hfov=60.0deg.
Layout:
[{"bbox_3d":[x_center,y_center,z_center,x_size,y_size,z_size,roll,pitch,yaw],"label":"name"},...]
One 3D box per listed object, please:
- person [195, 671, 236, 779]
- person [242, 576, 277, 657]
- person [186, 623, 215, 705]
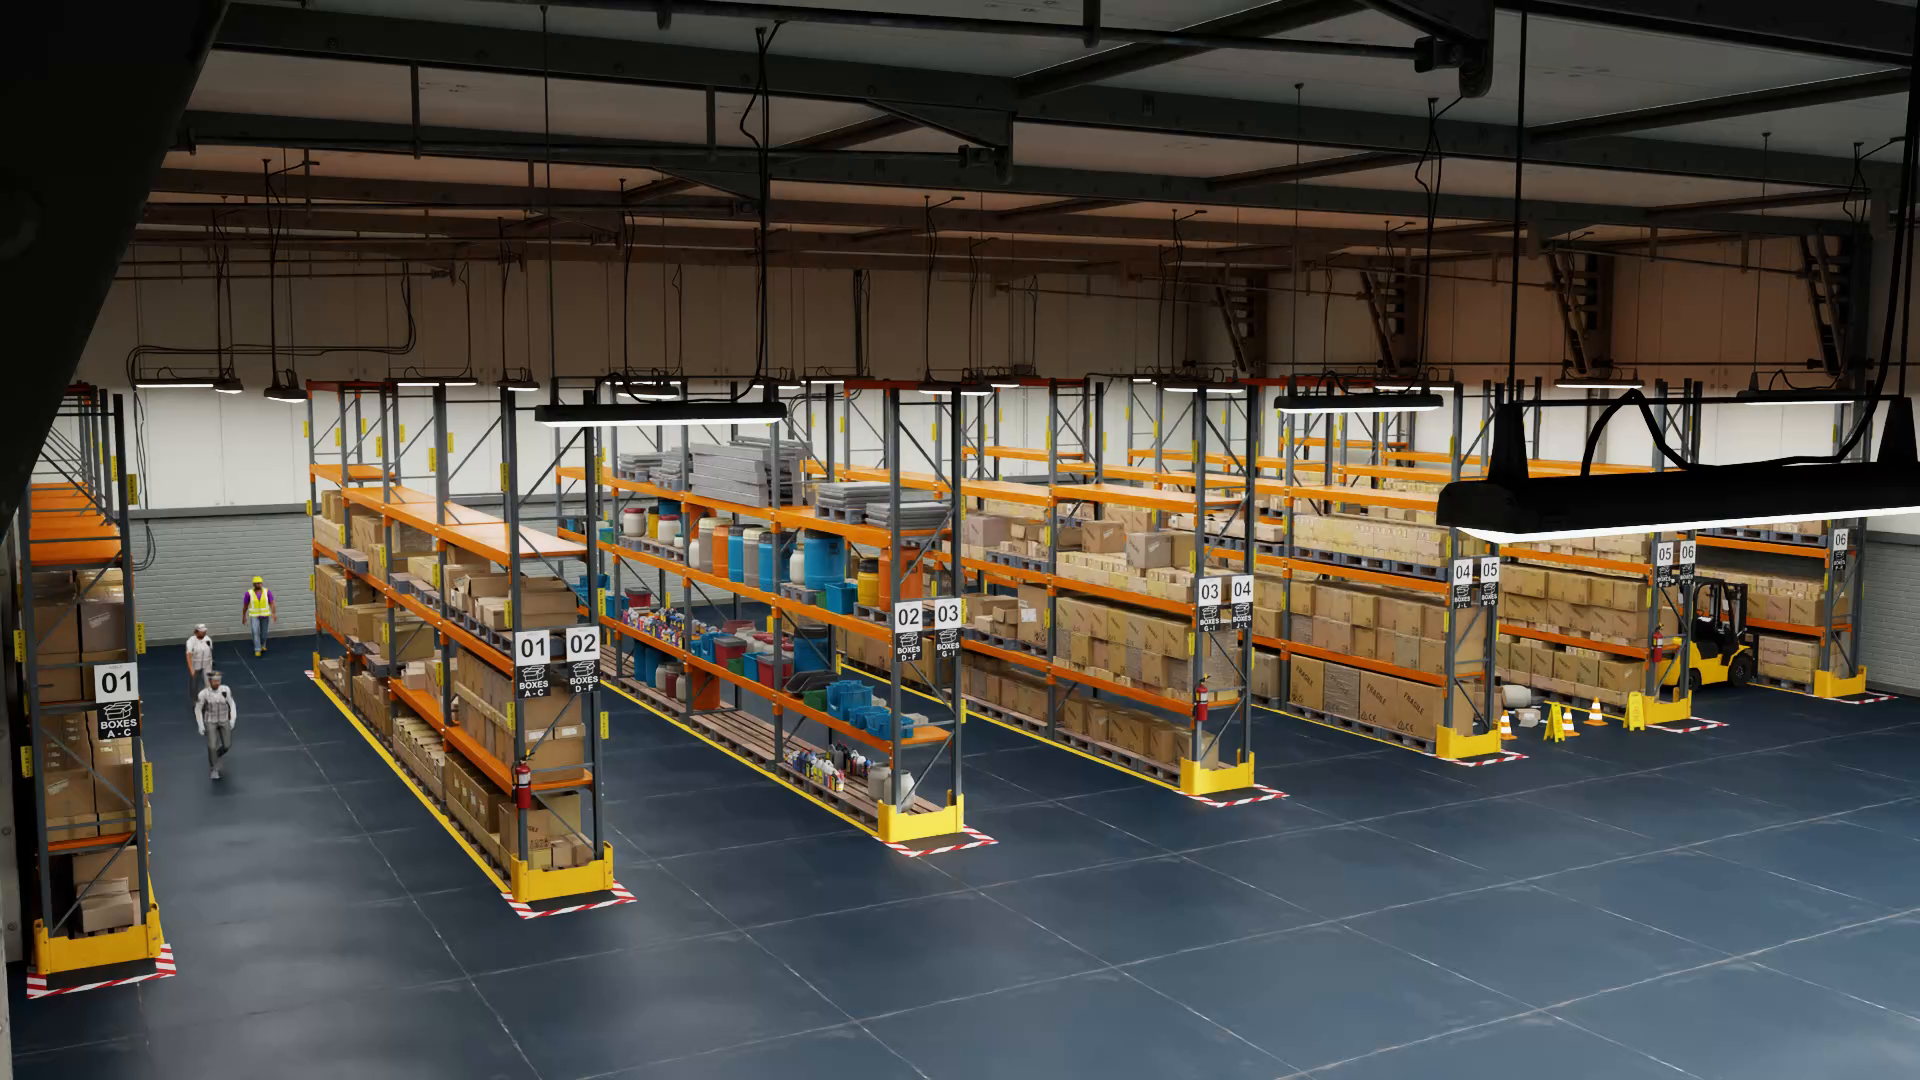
[{"bbox_3d":[-11.452,2.804,25.568,0.583,1.659,0.549,-4,7,-35],"label":"person"},{"bbox_3d":[-15.176,1.640,36.002,0.672,1.708,1.085,-3,7,-26],"label":"person"},{"bbox_3d":[-13.803,2.302,30.217,0.479,1.602,1.043,-3,7,-29],"label":"person"}]
